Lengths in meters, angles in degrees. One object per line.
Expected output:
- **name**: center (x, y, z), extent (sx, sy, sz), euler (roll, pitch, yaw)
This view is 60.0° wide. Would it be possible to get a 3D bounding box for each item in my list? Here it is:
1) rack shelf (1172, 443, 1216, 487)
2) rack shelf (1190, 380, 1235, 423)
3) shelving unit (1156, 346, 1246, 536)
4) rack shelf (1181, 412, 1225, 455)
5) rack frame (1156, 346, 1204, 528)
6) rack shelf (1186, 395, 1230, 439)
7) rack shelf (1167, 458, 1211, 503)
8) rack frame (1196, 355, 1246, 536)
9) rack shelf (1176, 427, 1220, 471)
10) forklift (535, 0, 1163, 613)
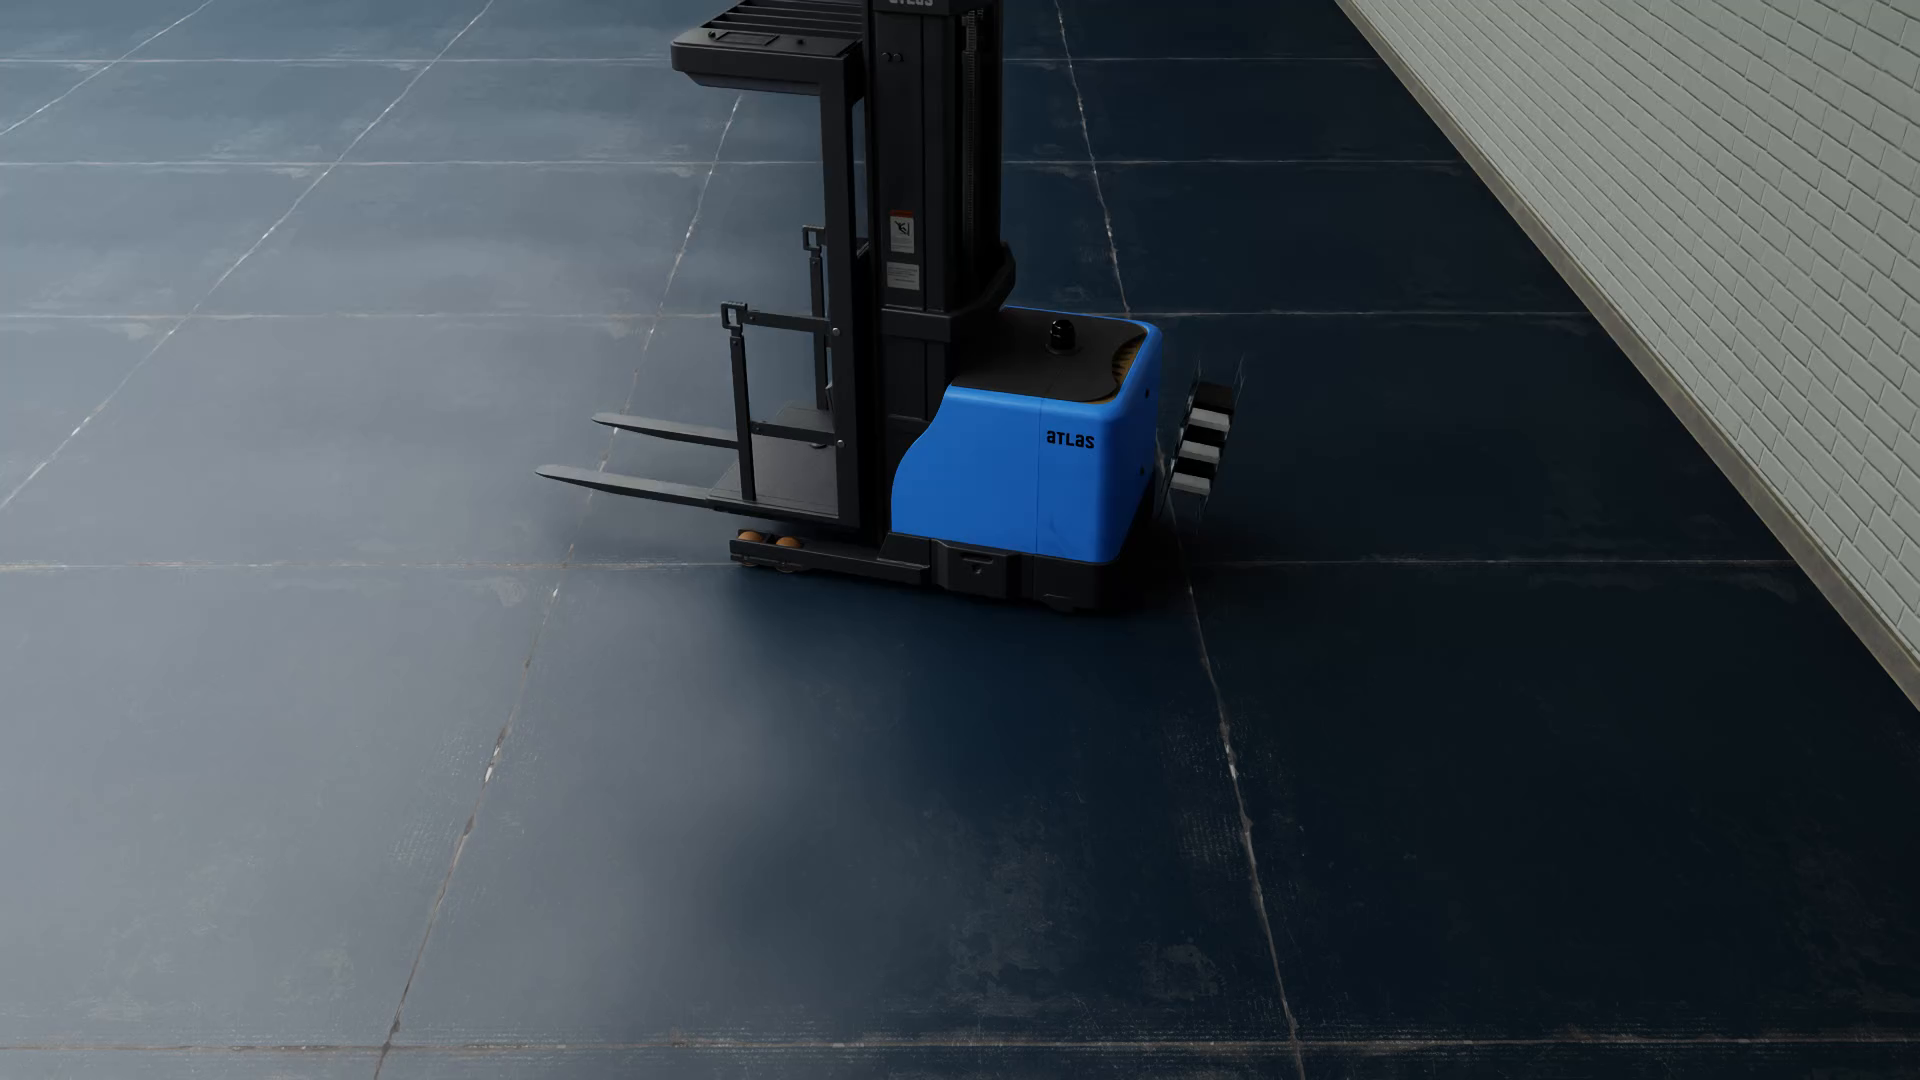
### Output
- **rack shelf**: center (1.152, -0.374, 8.210), extent (0.200, 0.077, 0.258), euler (12, 32, 0)
- **rack shelf**: center (1.216, -0.673, 8.020), extent (0.200, 0.077, 0.258), euler (12, 32, 0)
- **shelving unit**: center (1.174, -0.477, 8.145), extent (0.210, 0.900, 0.258), euler (12, 32, 0)
- **rack shelf**: center (1.184, -0.524, 8.115), extent (0.200, 0.077, 0.258), euler (12, 32, 0)
- **rack frame**: center (1.074, -0.498, 8.144), extent (0.006, 0.900, 0.240), euler (12, 32, 0)
- **rack shelf**: center (1.200, -0.599, 8.068), extent (0.200, 0.077, 0.258), euler (12, 32, 0)
- **rack shelf**: center (1.135, -0.299, 8.257), extent (0.200, 0.077, 0.258), euler (12, 32, 0)
- **rack frame**: center (1.273, -0.456, 8.146), extent (0.006, 0.900, 0.240), euler (12, 32, 0)
- **rack shelf**: center (1.168, -0.449, 8.162), extent (0.200, 0.077, 0.258), euler (12, 32, 0)
- **forklift**: center (-0.604, -1.347, 7.645), extent (3.031, 2.935, 1.130), euler (9, 32, 14)
